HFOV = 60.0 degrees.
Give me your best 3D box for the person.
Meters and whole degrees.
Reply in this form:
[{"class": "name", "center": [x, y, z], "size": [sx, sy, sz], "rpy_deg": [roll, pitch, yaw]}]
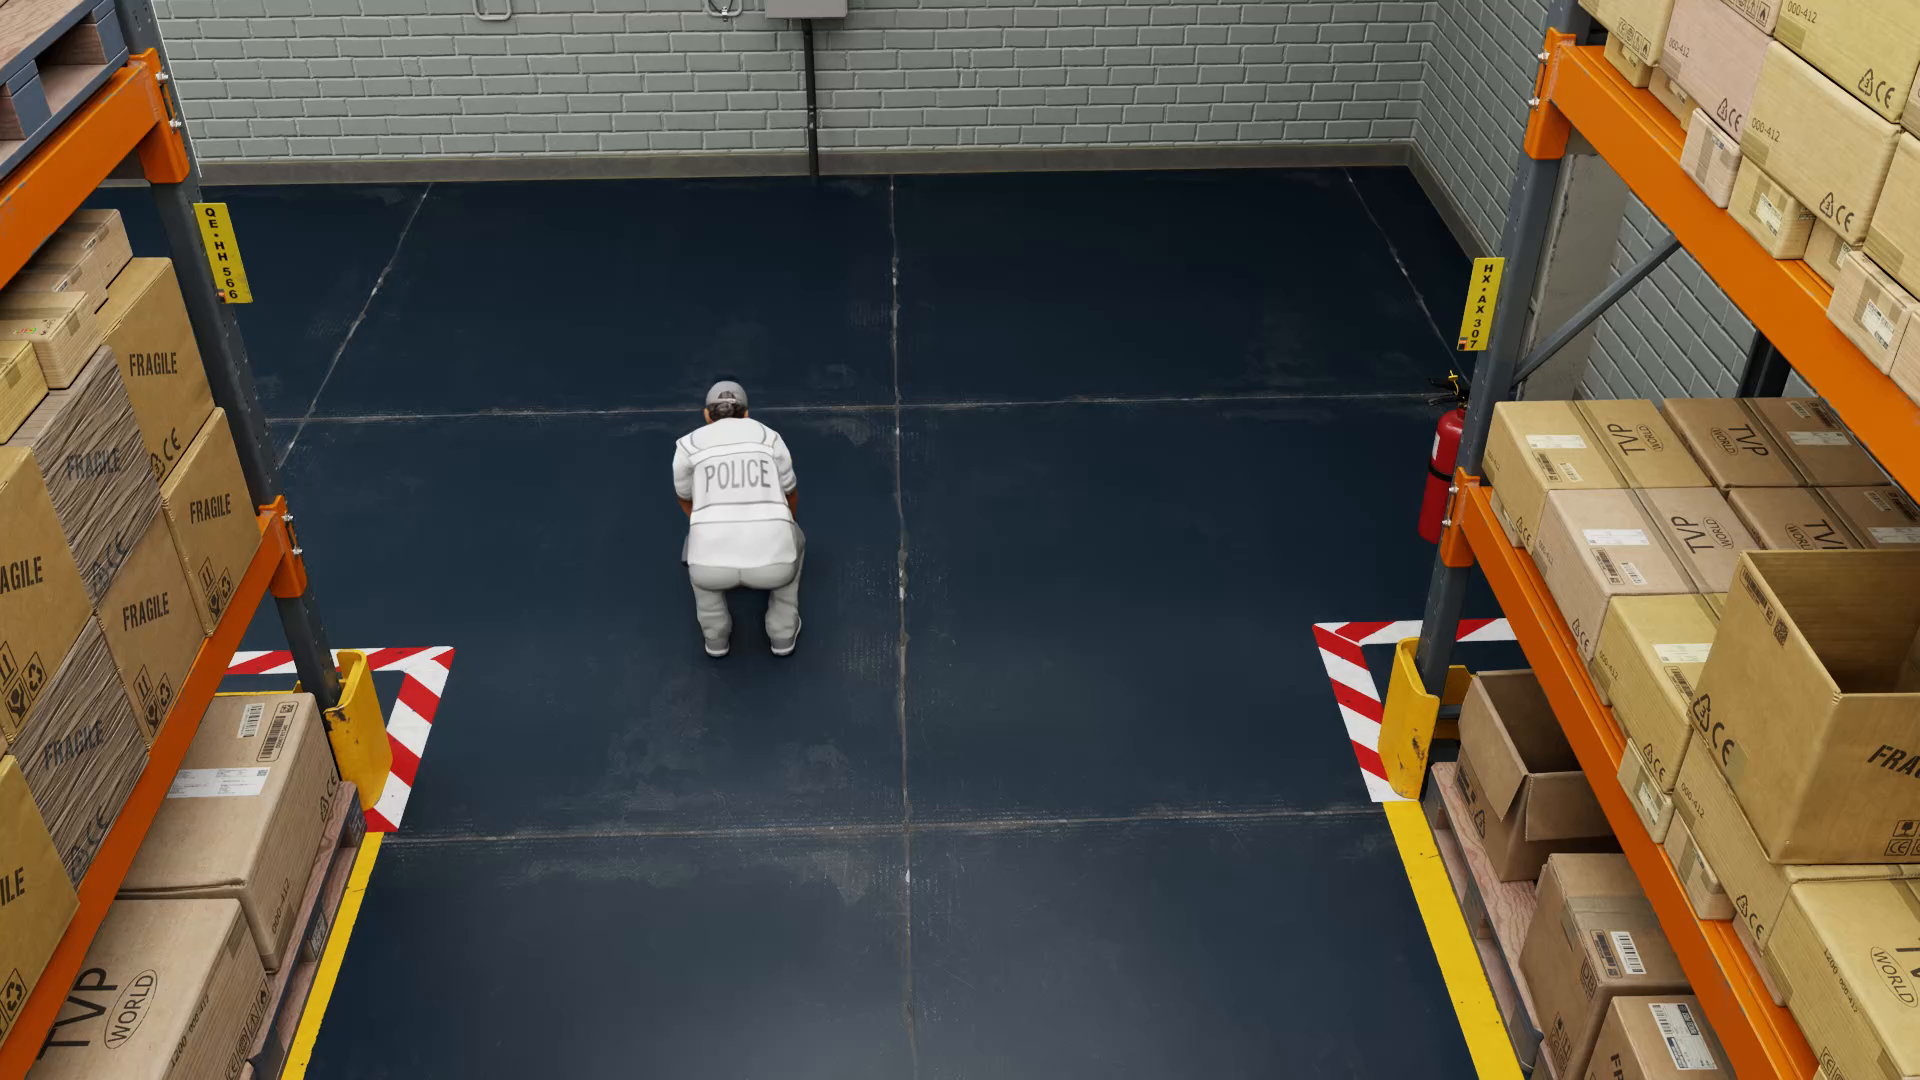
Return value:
[{"class": "person", "center": [-0.904, -0.051, 6.801], "size": [0.527, 0.992, 0.847], "rpy_deg": [-2, 35, -2]}]
